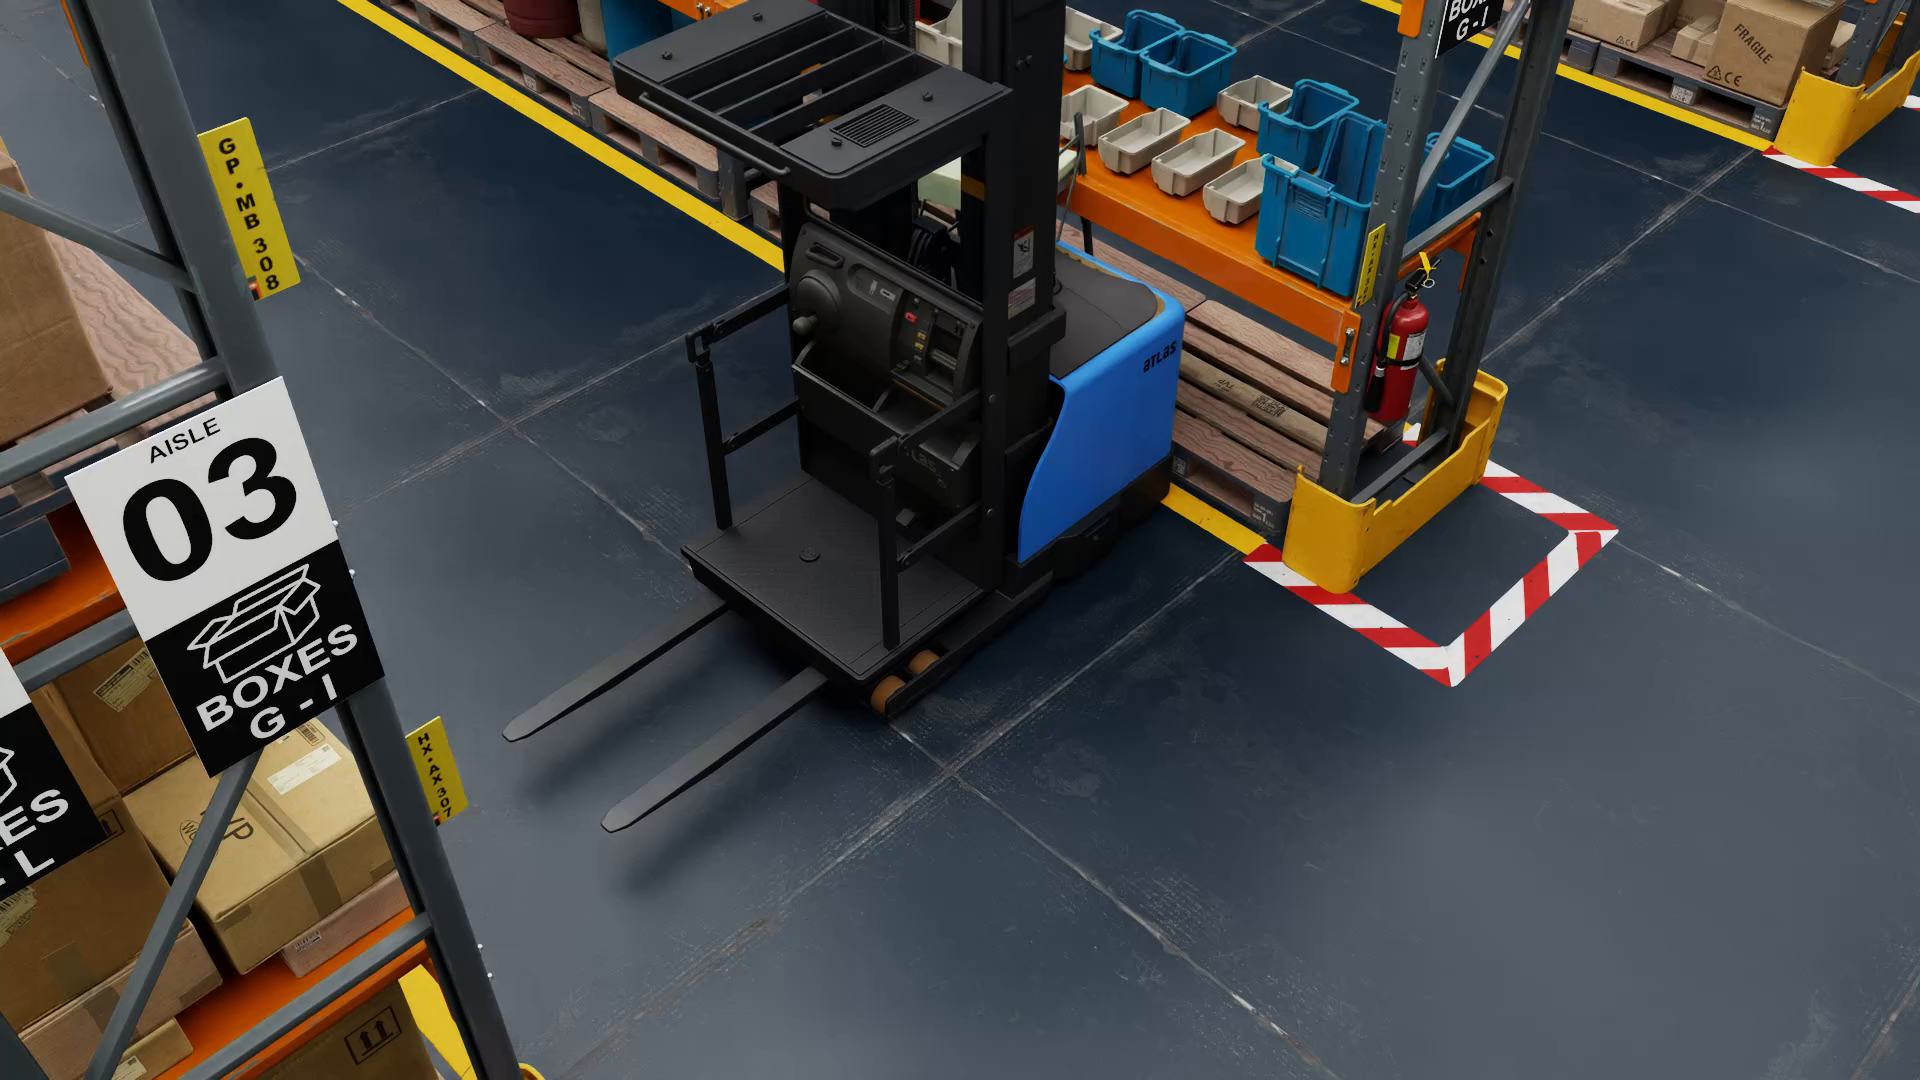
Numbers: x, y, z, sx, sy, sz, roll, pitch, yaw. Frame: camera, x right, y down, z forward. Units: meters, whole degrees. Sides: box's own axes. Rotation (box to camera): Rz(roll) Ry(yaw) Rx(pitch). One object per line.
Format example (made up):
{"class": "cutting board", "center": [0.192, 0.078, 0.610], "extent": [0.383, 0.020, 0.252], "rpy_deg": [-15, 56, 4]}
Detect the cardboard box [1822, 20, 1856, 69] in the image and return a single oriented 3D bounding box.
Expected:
{"class": "cardboard box", "center": [5.347, -3.072, 10.258], "extent": [0.380, 0.149, 0.250], "rpy_deg": [-34, 53, -31]}

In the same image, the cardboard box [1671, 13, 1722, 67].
{"class": "cardboard box", "center": [4.618, -3.093, 10.268], "extent": [0.380, 0.166, 0.250], "rpy_deg": [-34, 53, -31]}

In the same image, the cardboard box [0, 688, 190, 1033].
{"class": "cardboard box", "center": [-2.147, 0.717, 3.720], "extent": [0.500, 0.500, 0.500], "rpy_deg": [-33, 52, -31]}

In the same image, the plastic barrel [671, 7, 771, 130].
{"class": "plastic barrel", "center": [-1.308, -2.794, 9.418], "extent": [0.600, 0.901, 0.708], "rpy_deg": [-34, 53, -31]}

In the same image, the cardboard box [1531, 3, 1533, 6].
{"class": "cardboard box", "center": [3.905, -3.858, 10.847], "extent": [0.797, 0.503, 0.637], "rpy_deg": [-34, 53, -31]}

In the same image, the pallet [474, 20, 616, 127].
{"class": "pallet", "center": [-2.317, -3.094, 10.560], "extent": [1.003, 0.211, 1.213], "rpy_deg": [-34, 53, -31]}

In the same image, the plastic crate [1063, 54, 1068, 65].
{"class": "plastic crate", "center": [0.258, -2.043, 7.448], "extent": [0.416, 0.233, 0.300], "rpy_deg": [-34, 53, -31]}

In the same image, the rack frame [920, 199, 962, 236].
{"class": "rack frame", "center": [-0.106, -1.388, 7.737], "extent": [0.023, 1.500, 0.400], "rpy_deg": [24, 53, 30]}

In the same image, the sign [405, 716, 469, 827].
{"class": "sign", "center": [-1.220, 0.545, 3.871], "extent": [0.100, 0.325, 0.005], "rpy_deg": [-34, 53, -31]}

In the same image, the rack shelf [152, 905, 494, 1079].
{"class": "rack shelf", "center": [-3.030, 0.458, 5.192], "extent": [1.077, 0.370, 4.000], "rpy_deg": [-34, 53, -31]}

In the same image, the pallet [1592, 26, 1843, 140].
{"class": "pallet", "center": [4.782, -2.986, 10.444], "extent": [1.003, 0.211, 1.213], "rpy_deg": [-34, 53, -31]}

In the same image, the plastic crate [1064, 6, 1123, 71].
{"class": "plastic crate", "center": [0.507, -2.373, 7.876], "extent": [0.293, 0.136, 0.466], "rpy_deg": [-34, 53, -31]}

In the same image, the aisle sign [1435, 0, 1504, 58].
{"class": "aisle sign", "center": [1.733, -1.999, 5.405], "extent": [0.394, 0.787, 0.004], "rpy_deg": [-34, 53, -31]}

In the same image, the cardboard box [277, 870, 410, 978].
{"class": "cardboard box", "center": [-1.634, 0.918, 4.348], "extent": [0.380, 0.149, 0.250], "rpy_deg": [-33, 52, -31]}

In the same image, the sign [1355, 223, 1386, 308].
{"class": "sign", "center": [1.511, -1.007, 6.127], "extent": [0.100, 0.325, 0.005], "rpy_deg": [-34, 53, -31]}

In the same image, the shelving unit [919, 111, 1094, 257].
{"class": "shelving unit", "center": [0.184, -1.261, 7.554], "extent": [0.755, 1.500, 0.431], "rpy_deg": [24, 53, 30]}

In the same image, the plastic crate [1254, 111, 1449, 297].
{"class": "plastic crate", "center": [1.521, -1.325, 6.521], "extent": [0.616, 0.435, 0.499], "rpy_deg": [-34, 53, -31]}

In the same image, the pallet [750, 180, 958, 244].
{"class": "pallet", "center": [-0.389, -1.782, 9.140], "extent": [1.003, 0.211, 1.213], "rpy_deg": [-34, 53, -31]}

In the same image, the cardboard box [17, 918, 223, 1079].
{"class": "cardboard box", "center": [-2.148, 0.995, 3.972], "extent": [0.500, 0.250, 0.500], "rpy_deg": [33, 52, 31]}

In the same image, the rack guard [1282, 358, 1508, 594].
{"class": "rack guard", "center": [1.916, -0.296, 7.319], "extent": [1.175, 0.500, 0.348], "rpy_deg": [-34, 53, -31]}

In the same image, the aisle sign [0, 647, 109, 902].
{"class": "aisle sign", "center": [-1.779, 0.378, 2.832], "extent": [0.394, 0.787, 0.004], "rpy_deg": [-34, 53, -31]}

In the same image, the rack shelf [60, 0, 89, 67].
{"class": "rack shelf", "center": [-3.030, -1.598, 3.291], "extent": [1.077, 0.370, 4.000], "rpy_deg": [-34, 53, -31]}

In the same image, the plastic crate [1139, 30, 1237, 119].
{"class": "plastic crate", "center": [1.018, -2.089, 7.497], "extent": [0.416, 0.233, 0.300], "rpy_deg": [-34, 53, -31]}

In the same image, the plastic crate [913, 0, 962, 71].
{"class": "plastic crate", "center": [0.013, -2.297, 7.687], "extent": [0.437, 0.282, 0.530], "rpy_deg": [-34, 53, -31]}

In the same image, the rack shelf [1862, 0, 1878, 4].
{"class": "rack shelf", "center": [3.987, -4.288, 10.328], "extent": [1.077, 0.370, 4.000], "rpy_deg": [-34, 53, -31]}

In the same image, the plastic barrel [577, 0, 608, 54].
{"class": "plastic barrel", "center": [-2.143, -3.305, 10.258], "extent": [0.421, 0.512, 0.421], "rpy_deg": [0, 43, 0]}

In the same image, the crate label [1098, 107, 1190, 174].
{"class": "crate label", "center": [0.777, -1.717, 7.166], "extent": [0.396, 0.136, 0.243], "rpy_deg": [-34, 53, -31]}

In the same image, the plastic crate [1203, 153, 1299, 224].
{"class": "plastic crate", "center": [1.185, -1.449, 6.876], "extent": [0.396, 0.136, 0.243], "rpy_deg": [-34, 53, -31]}

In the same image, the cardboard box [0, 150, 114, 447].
{"class": "cardboard box", "center": [-2.023, -0.399, 2.922], "extent": [0.500, 0.500, 0.700], "rpy_deg": [31, 51, 29]}

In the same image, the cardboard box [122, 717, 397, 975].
{"class": "cardboard box", "center": [-1.765, 0.741, 4.247], "extent": [0.500, 0.250, 0.500], "rpy_deg": [33, 52, 30]}

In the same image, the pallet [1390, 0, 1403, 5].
{"class": "pallet", "center": [3.059, -4.158, 11.712], "extent": [1.003, 0.211, 1.213], "rpy_deg": [-34, 53, -31]}

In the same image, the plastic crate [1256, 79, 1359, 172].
{"class": "plastic crate", "center": [1.483, -1.772, 7.154], "extent": [0.416, 0.233, 0.300], "rpy_deg": [-34, 53, -31]}

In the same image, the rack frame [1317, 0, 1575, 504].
{"class": "rack frame", "center": [1.889, -1.219, 6.476], "extent": [1.000, 3.000, 0.127], "rpy_deg": [-34, 53, -31]}

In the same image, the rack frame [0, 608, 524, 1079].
{"class": "rack frame", "center": [-1.617, 1.155, 3.907], "extent": [1.000, 3.000, 0.127], "rpy_deg": [-34, 53, -31]}

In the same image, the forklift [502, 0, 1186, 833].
{"class": "forklift", "center": [-0.436, -0.768, 6.039], "extent": [1.130, 2.935, 3.031], "rpy_deg": [33, 52, 31]}

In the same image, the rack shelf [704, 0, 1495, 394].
{"class": "rack shelf", "center": [0.477, -1.916, 7.760], "extent": [1.077, 0.370, 4.000], "rpy_deg": [-34, 53, -31]}

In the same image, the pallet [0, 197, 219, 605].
{"class": "pallet", "center": [-2.149, -0.266, 3.300], "extent": [1.003, 0.211, 1.213], "rpy_deg": [-34, 53, -31]}

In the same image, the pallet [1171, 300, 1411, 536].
{"class": "pallet", "center": [1.334, -0.610, 7.872], "extent": [1.003, 0.211, 1.213], "rpy_deg": [-34, 53, -31]}
